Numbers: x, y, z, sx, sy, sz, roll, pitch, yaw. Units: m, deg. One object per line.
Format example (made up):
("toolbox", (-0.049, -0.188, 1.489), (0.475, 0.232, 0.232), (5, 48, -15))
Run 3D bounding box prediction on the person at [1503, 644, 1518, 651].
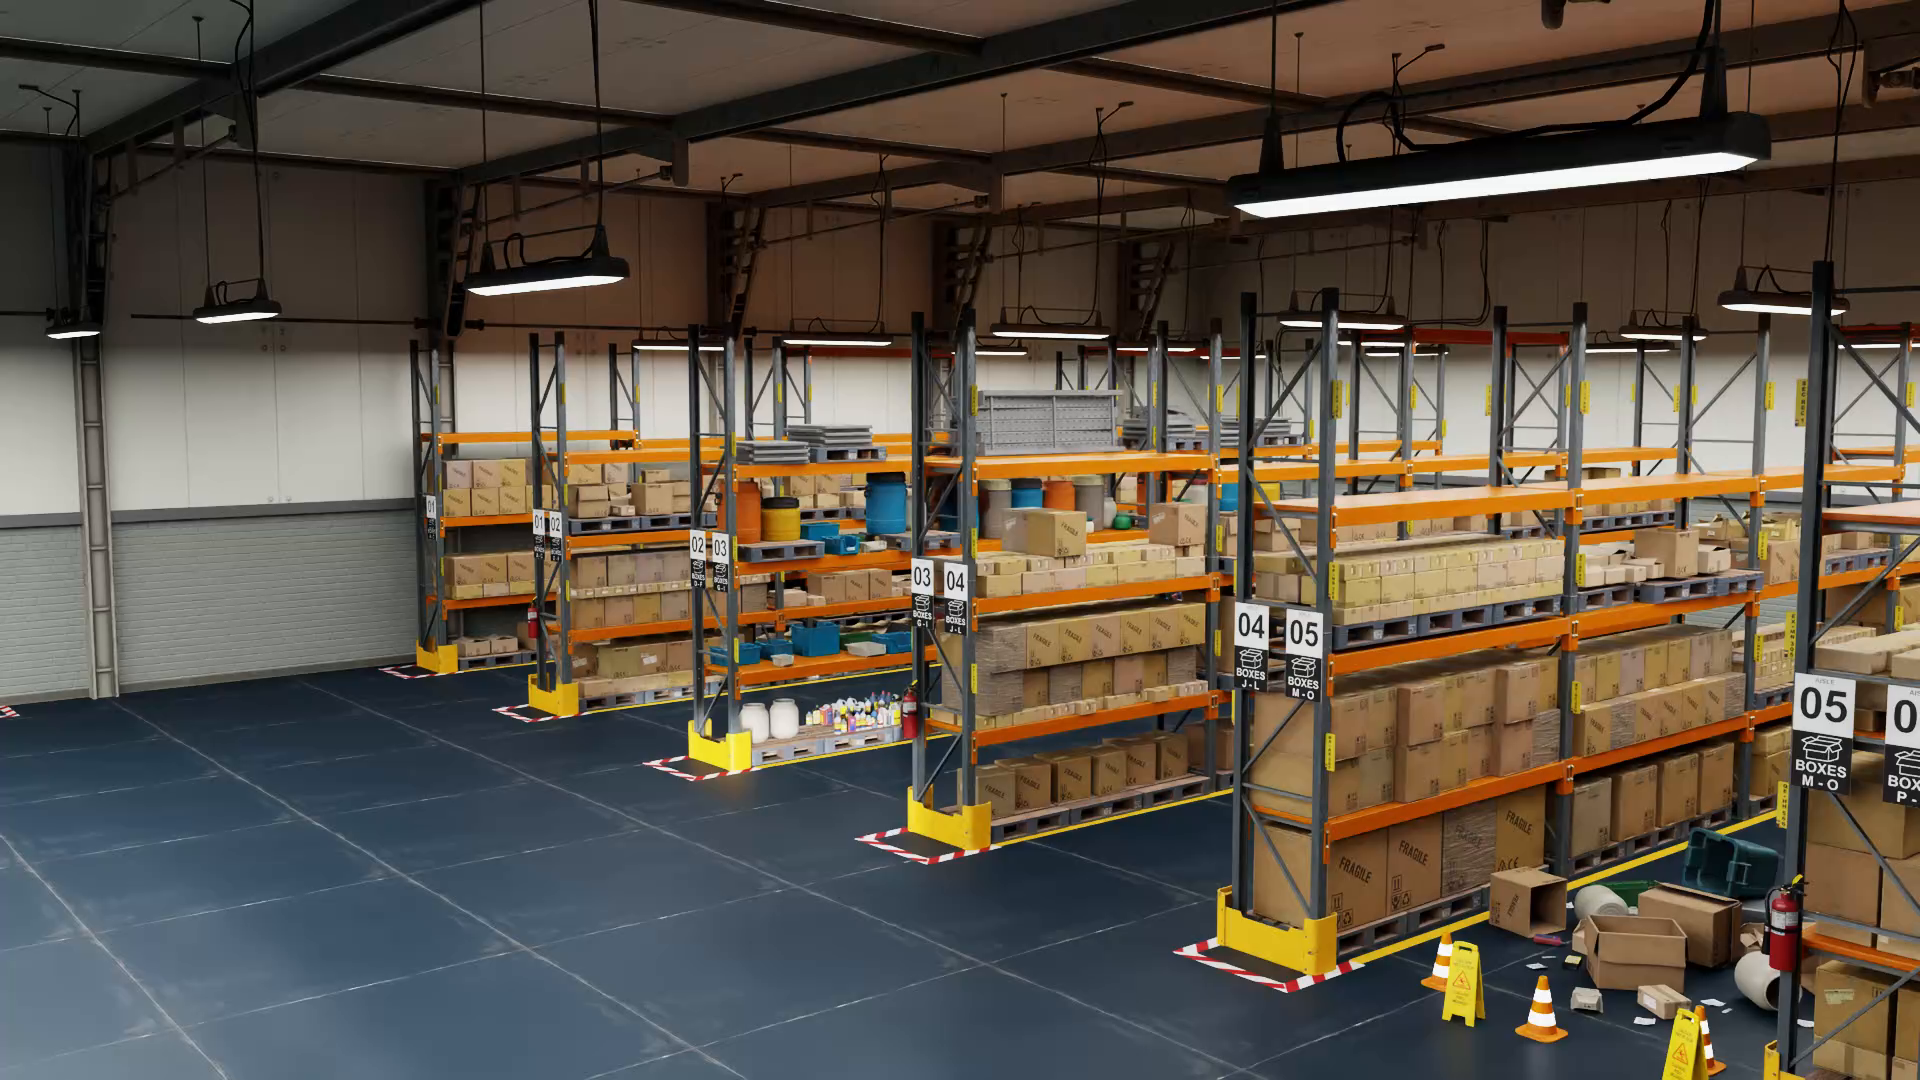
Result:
("person", (7.482, 2.228, 22.908), (1.000, 1.620, 0.572), (-4, 7, -39))
